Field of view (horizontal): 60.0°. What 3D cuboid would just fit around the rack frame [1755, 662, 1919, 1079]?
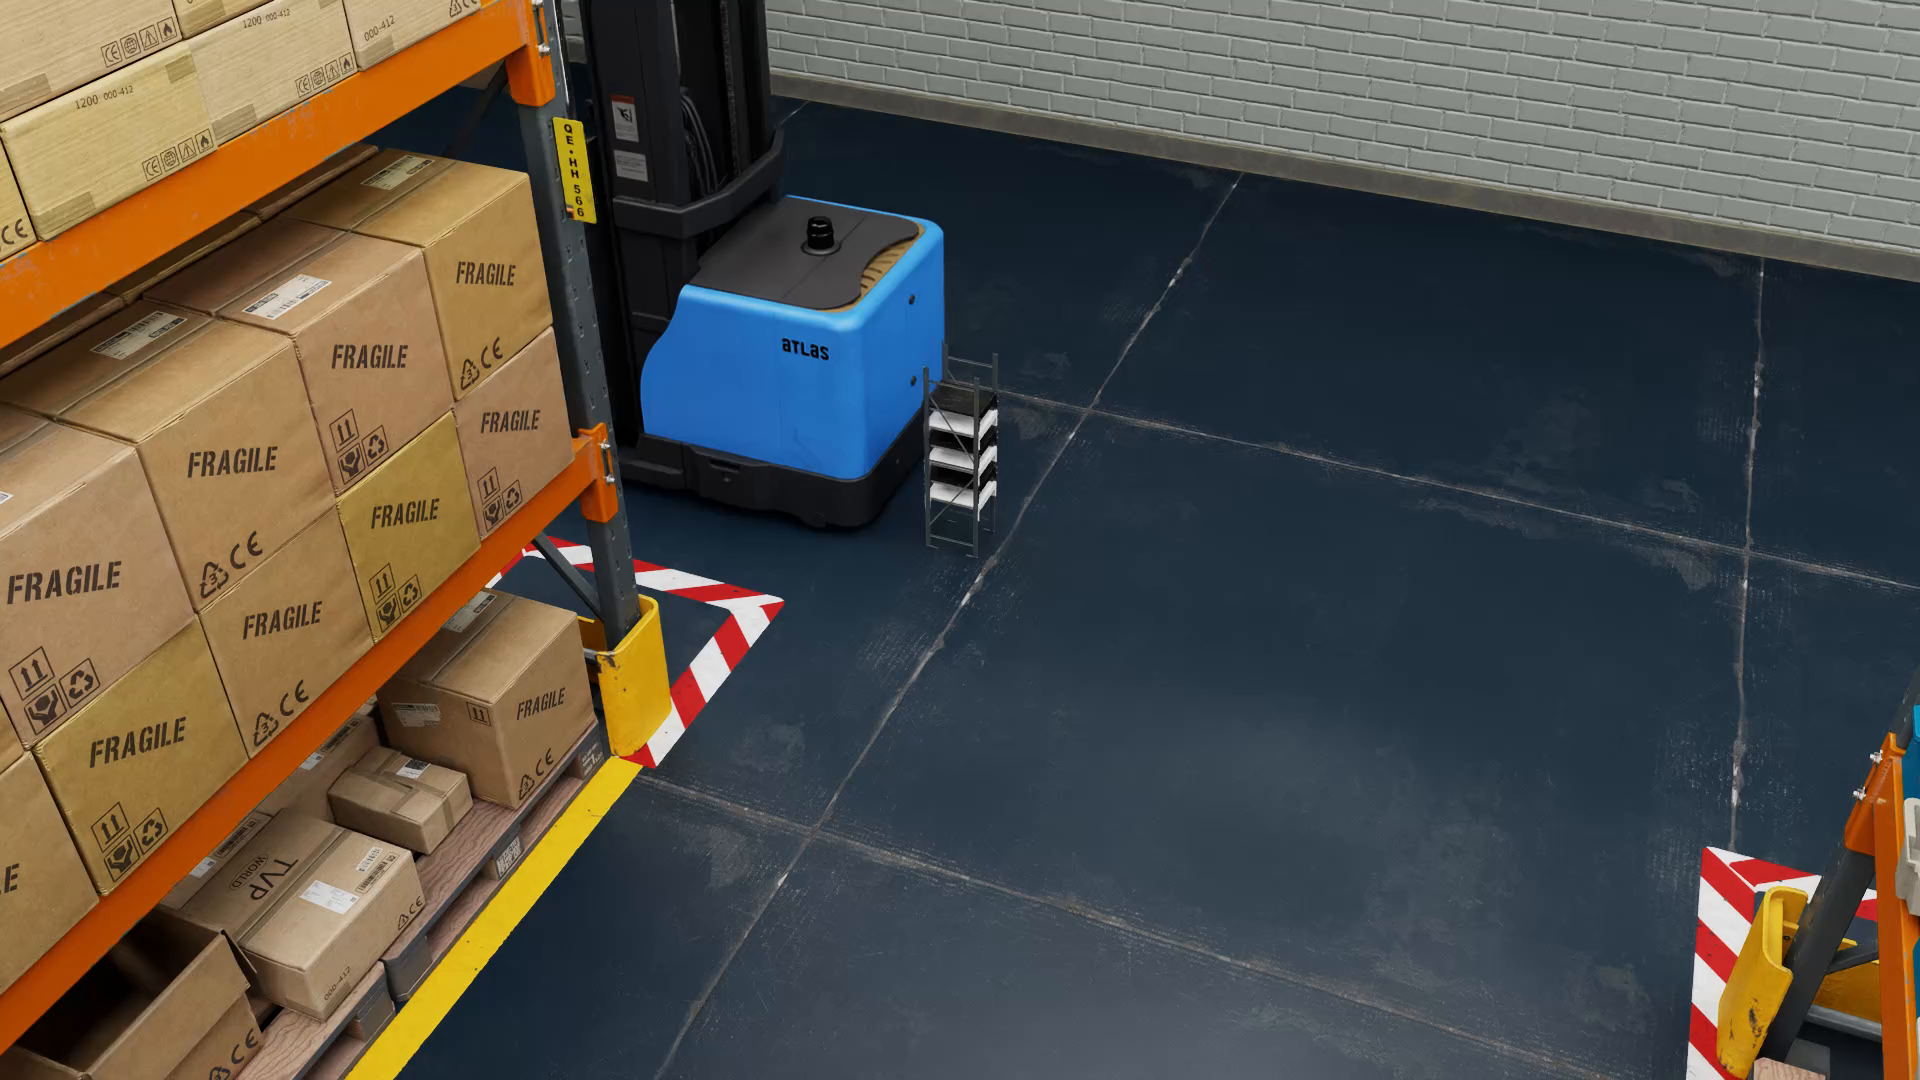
[{"bbox_3d":[2.917,0.475,4.109,1.000,3.000,0.127,14,39,18],"label":"rack frame"}]

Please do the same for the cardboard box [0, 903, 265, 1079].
[{"bbox_3d":[-2.474,1.342,4.667,0.797,0.503,0.637,14,39,18],"label":"cardboard box"}]

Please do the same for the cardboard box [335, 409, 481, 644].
[{"bbox_3d":[-1.775,-0.097,4.791,0.500,0.500,0.500,14,39,18],"label":"cardboard box"}]

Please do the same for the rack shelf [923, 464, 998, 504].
[{"bbox_3d":[0.003,-0.266,7.060,0.258,0.077,0.200,14,39,18],"label":"rack shelf"}]

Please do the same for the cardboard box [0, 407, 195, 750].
[{"bbox_3d":[-2.157,0.066,3.738,0.500,0.500,0.500,15,39,19],"label":"cardboard box"}]

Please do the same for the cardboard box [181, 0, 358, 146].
[{"bbox_3d":[-1.814,-1.178,3.940,0.500,0.250,0.500,14,39,18],"label":"cardboard box"}]

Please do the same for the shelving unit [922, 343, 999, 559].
[{"bbox_3d":[0.003,-0.365,6.987,0.258,0.900,0.210,14,39,18],"label":"shelving unit"}]

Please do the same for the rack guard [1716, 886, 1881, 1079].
[{"bbox_3d":[2.914,1.460,4.879,1.175,0.500,0.348,14,39,18],"label":"rack guard"}]

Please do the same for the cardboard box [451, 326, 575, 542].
[{"bbox_3d":[-1.581,-0.385,5.176,0.500,0.500,0.500,15,39,19],"label":"cardboard box"}]

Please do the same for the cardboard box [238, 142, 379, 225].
[{"bbox_3d":[-2.075,-0.910,5.043,0.500,0.500,0.500,15,39,19],"label":"cardboard box"}]

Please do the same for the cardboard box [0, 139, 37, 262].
[{"bbox_3d":[-2.198,-0.625,3.200,0.500,0.250,0.500,14,39,18],"label":"cardboard box"}]

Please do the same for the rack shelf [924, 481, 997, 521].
[{"bbox_3d":[0.003,-0.194,7.114,0.258,0.077,0.200,14,39,18],"label":"rack shelf"}]

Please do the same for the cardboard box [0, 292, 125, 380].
[{"bbox_3d":[-2.462,-0.343,4.285,0.500,0.500,0.500,14,39,18],"label":"cardboard box"}]

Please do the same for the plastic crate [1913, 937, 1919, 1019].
[{"bbox_3d":[2.268,0.945,3.571,0.416,0.233,0.300,14,39,18],"label":"plastic crate"}]

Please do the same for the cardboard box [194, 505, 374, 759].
[{"bbox_3d":[-1.970,0.178,4.423,0.500,0.500,0.500,14,39,18],"label":"cardboard box"}]

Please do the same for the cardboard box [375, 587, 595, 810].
[{"bbox_3d":[-1.641,0.527,5.760,0.500,0.500,0.500,14,39,18],"label":"cardboard box"}]

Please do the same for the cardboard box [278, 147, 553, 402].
[{"bbox_3d":[-1.577,-0.787,4.878,0.500,0.500,0.500,14,39,17],"label":"cardboard box"}]

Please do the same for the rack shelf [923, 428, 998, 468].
[{"bbox_3d":[0.003,-0.410,6.953,0.258,0.077,0.200,14,39,18],"label":"rack shelf"}]

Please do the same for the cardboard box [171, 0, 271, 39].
[{"bbox_3d":[-1.812,-1.377,3.789,0.500,0.250,0.500,14,39,18],"label":"cardboard box"}]

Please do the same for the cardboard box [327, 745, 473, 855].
[{"bbox_3d":[-1.879,0.864,5.587,0.380,0.166,0.250,14,39,18],"label":"cardboard box"}]

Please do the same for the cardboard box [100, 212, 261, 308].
[{"bbox_3d":[-2.267,-0.619,4.654,0.500,0.500,0.500,14,39,18],"label":"cardboard box"}]

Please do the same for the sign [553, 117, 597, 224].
[{"bbox_3d":[-1.156,-1.108,4.996,0.100,0.325,0.005,14,39,18],"label":"sign"}]

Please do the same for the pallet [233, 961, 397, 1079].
[{"bbox_3d":[-2.459,1.619,4.908,1.003,0.211,1.213,14,39,18],"label":"pallet"}]

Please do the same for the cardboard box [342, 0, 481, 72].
[{"bbox_3d":[-1.614,-1.452,4.307,0.500,0.250,0.500,14,39,18],"label":"cardboard box"}]

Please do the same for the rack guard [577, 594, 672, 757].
[{"bbox_3d":[-1.691,0.388,6.313,1.175,0.500,0.348,14,39,18],"label":"rack guard"}]

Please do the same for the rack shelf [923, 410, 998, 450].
[{"bbox_3d":[0.003,-0.482,6.899,0.258,0.077,0.200,14,39,18],"label":"rack shelf"}]

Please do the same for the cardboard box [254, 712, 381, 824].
[{"bbox_3d":[-2.322,0.783,5.626,0.500,0.250,0.500,14,39,18],"label":"cardboard box"}]

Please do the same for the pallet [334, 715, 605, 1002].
[{"bbox_3d":[-1.993,0.946,5.809,1.003,0.211,1.213,14,39,18],"label":"pallet"}]

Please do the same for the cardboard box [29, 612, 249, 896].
[{"bbox_3d":[-2.162,0.457,4.050,0.500,0.500,0.500,13,39,17],"label":"cardboard box"}]

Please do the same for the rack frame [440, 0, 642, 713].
[{"bbox_3d":[-1.662,-0.655,5.621,1.000,3.000,0.127,14,39,18],"label":"rack frame"}]

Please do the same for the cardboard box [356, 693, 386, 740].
[{"bbox_3d":[-2.234,0.596,5.947,0.380,0.166,0.250,14,39,18],"label":"cardboard box"}]

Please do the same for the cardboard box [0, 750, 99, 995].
[{"bbox_3d":[-2.354,0.739,3.673,0.500,0.500,0.500,14,39,18],"label":"cardboard box"}]

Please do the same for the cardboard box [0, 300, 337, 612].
[{"bbox_3d":[-1.962,-0.219,4.118,0.500,0.500,0.500,15,39,19],"label":"cardboard box"}]

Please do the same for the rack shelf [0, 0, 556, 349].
[{"bbox_3d":[-2.423,-0.461,3.457,1.077,0.370,4.000,14,39,18],"label":"rack shelf"}]

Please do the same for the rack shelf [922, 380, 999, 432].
[{"bbox_3d":[0.003,-0.555,6.845,0.258,0.077,0.200,14,39,18],"label":"rack shelf"}]

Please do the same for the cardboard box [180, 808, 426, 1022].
[{"bbox_3d":[-2.030,1.146,5.140,0.500,0.250,0.500,14,39,18],"label":"cardboard box"}]

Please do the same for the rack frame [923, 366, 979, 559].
[{"bbox_3d":[-0.036,-0.309,6.911,0.240,0.900,0.006,14,39,18],"label":"rack frame"}]

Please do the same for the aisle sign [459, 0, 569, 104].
[{"bbox_3d":[-1.353,-1.664,4.800,0.394,0.787,0.004,14,39,18],"label":"aisle sign"}]

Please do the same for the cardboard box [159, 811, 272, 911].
[{"bbox_3d":[-2.512,1.060,5.255,0.500,0.250,0.500,14,39,18],"label":"cardboard box"}]

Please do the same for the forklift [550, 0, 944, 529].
[{"bbox_3d":[-1.626,-1.784,7.189,3.031,2.935,1.130,14,39,17],"label":"forklift"}]

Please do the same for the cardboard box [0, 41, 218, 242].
[{"bbox_3d":[-1.992,-0.898,3.566,0.500,0.250,0.500,14,39,18],"label":"cardboard box"}]

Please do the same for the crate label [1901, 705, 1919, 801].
[{"bbox_3d":[2.519,0.580,4.058,0.416,0.233,0.303,14,39,18],"label":"crate label"}]

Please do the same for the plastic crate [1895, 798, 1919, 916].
[{"bbox_3d":[2.320,0.777,3.875,0.250,0.136,0.298,14,39,18],"label":"plastic crate"}]

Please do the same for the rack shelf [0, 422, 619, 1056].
[{"bbox_3d":[-2.423,0.740,4.355,1.077,0.370,4.000,14,39,18],"label":"rack shelf"}]

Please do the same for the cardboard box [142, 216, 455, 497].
[{"bbox_3d":[-1.769,-0.507,4.504,0.500,0.500,0.500,15,39,19],"label":"cardboard box"}]

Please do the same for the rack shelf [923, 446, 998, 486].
[{"bbox_3d":[0.003,-0.338,7.007,0.258,0.077,0.200,14,39,18],"label":"rack shelf"}]

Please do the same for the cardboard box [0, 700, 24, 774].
[{"bbox_3d":[-2.353,0.352,3.355,0.500,0.500,0.500,13,39,16],"label":"cardboard box"}]

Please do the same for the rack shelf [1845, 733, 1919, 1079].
[{"bbox_3d":[2.156,1.871,2.842,1.077,0.370,4.000,14,39,18],"label":"rack shelf"}]

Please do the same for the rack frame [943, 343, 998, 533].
[{"bbox_3d":[0.042,-0.421,7.062,0.240,0.900,0.006,14,39,18],"label":"rack frame"}]

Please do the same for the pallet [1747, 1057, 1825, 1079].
[{"bbox_3d":[2.568,2.040,4.344,1.003,0.211,1.213,14,39,18],"label":"pallet"}]

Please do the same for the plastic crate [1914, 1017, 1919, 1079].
[{"bbox_3d":[2.062,1.153,3.372,0.250,0.136,0.298,14,39,18],"label":"plastic crate"}]

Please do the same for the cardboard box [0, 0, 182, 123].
[{"bbox_3d":[-2.006,-1.101,3.420,0.500,0.250,0.500,14,39,18],"label":"cardboard box"}]
